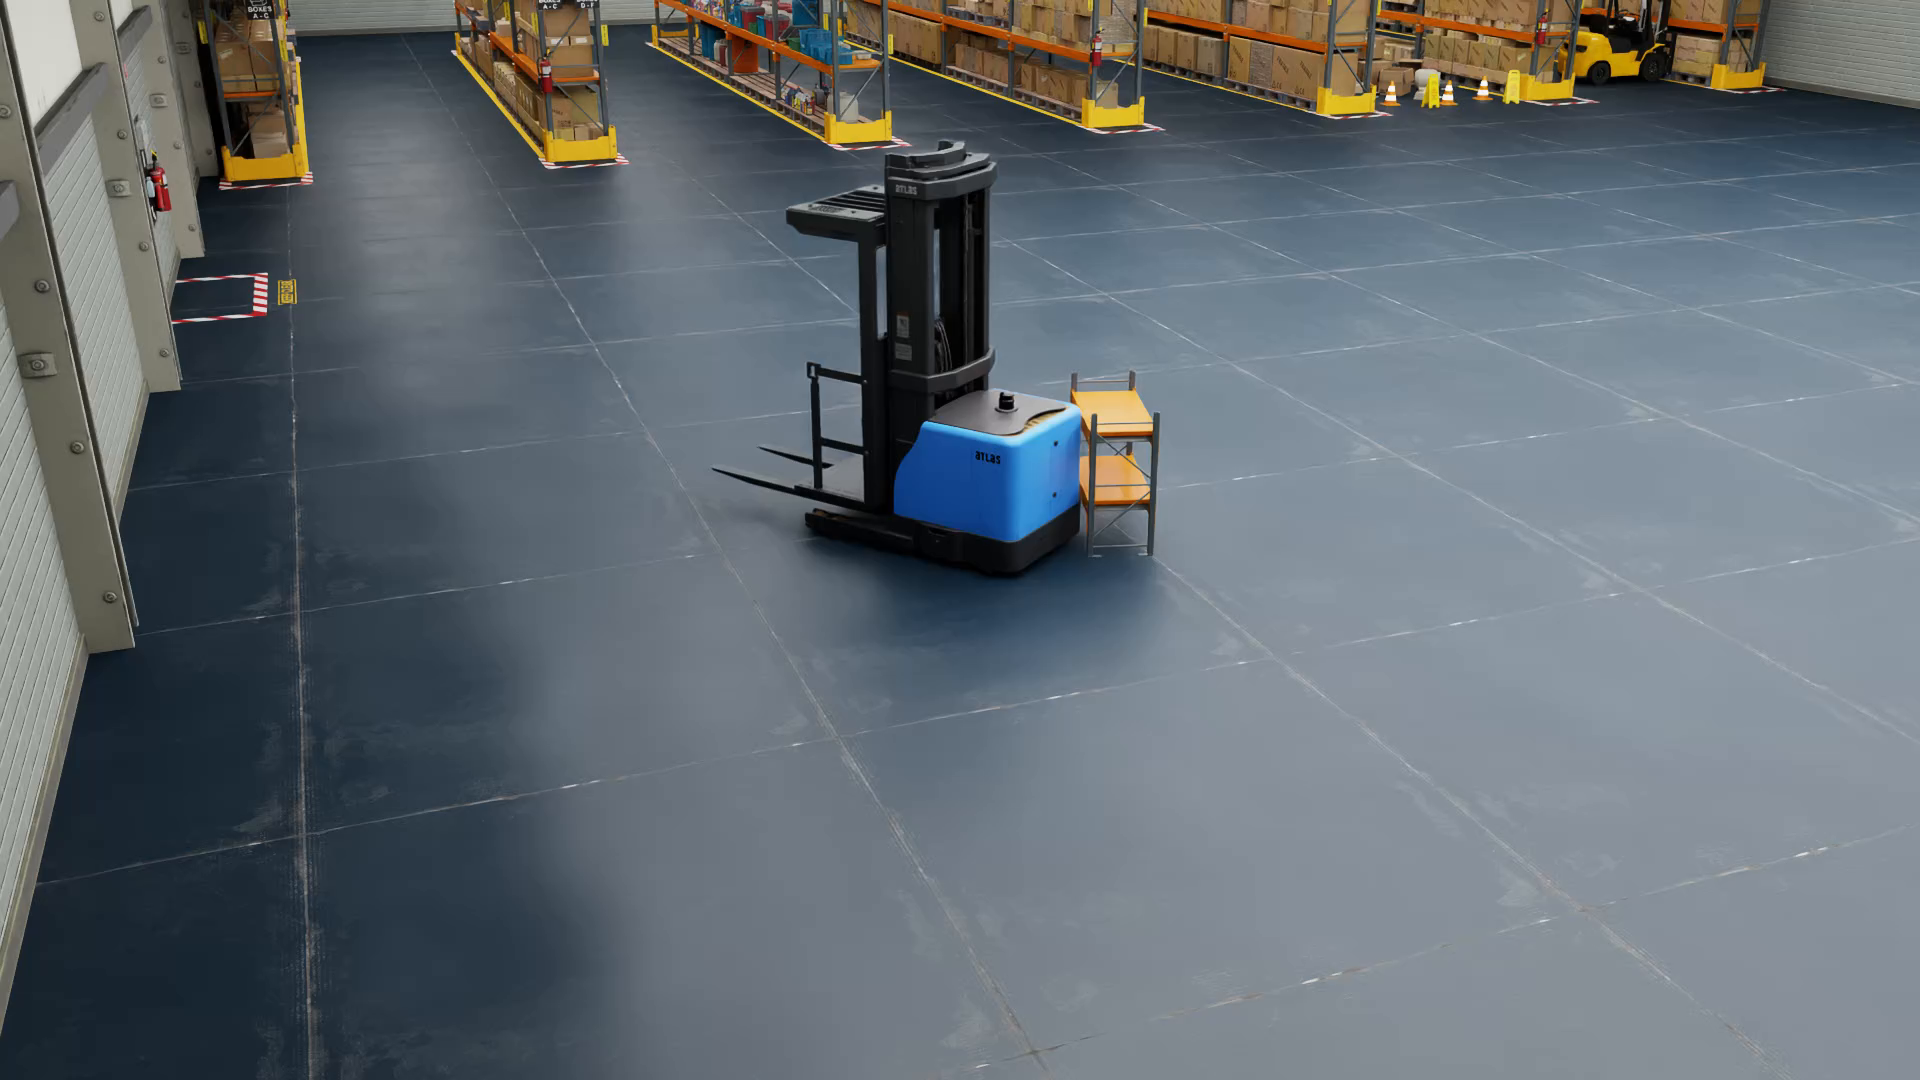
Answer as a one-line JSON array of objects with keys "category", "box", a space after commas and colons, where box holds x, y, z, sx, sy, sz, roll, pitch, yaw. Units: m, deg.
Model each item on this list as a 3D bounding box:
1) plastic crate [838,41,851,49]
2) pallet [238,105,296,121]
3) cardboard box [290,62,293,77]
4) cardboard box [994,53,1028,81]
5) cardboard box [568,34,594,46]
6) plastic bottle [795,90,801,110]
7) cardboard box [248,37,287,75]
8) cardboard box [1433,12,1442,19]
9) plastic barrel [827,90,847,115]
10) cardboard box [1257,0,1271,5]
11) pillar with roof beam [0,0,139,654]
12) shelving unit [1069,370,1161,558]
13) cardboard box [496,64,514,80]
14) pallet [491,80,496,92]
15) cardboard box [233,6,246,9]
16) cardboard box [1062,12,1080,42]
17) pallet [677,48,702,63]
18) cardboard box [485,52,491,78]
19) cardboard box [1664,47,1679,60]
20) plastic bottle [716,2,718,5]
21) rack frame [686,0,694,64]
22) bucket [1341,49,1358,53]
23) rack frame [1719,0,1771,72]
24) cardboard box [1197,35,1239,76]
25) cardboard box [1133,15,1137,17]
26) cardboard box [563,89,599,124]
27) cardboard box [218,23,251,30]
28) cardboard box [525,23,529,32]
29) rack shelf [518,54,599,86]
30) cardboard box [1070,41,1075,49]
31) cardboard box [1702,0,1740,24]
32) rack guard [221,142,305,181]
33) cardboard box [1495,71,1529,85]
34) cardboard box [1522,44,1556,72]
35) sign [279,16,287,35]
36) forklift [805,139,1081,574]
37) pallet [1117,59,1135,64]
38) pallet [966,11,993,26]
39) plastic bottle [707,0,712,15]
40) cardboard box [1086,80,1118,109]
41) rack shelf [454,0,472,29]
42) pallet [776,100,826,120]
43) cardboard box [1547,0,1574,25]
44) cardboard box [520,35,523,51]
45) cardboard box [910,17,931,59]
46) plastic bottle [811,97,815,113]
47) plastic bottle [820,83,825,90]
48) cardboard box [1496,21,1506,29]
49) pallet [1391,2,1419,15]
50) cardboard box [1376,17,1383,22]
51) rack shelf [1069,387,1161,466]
[{"category": "plastic crate", "box": [-2.342, -9.260, 31.197, 0.530, 0.136, 0.437, -8, 24, -19]}, {"category": "pallet", "box": [-13.132, -8.019, 31.504, 1.003, 0.211, 1.213, -8, 24, -19]}, {"category": "cardboard box", "box": [-14.579, -10.146, 35.188, 0.750, 0.750, 0.750, -8, 24, -17]}, {"category": "cardboard box", "box": [1.134, -10.069, 35.429, 0.700, 0.500, 0.500, -8, 24, -19]}, {"category": "cardboard box", "box": [-6.312, -8.322, 27.669, 0.380, 0.149, 0.250, -9, 24, -19]}, {"category": "plastic bottle", "box": [-3.039, -8.345, 31.532, 0.144, 0.351, 0.185, -9, 24, -19]}, {"category": "cardboard box", "box": [-10.895, -7.624, 26.179, 0.500, 0.500, 0.500, -8, 24, -19]}, {"category": "cardboard box", "box": [10.701, -11.617, 36.774, 0.380, 0.149, 0.250, -8, 24, -17]}, {"category": "plastic barrel", "box": [-2.220, -7.941, 30.391, 0.421, 0.512, 0.421, 0, 23, 0]}, {"category": "cardboard box", "box": [6.621, -11.289, 34.089, 0.875, 0.550, 0.550, -8, 24, -19]}, {"category": "pillar with roof beam", "box": [-1.678, -4.074, 10.831, 9.100, 9.000, 0.400, -8, 24, -19]}, {"category": "shelving unit", "box": [1.160, -0.597, 12.718, 0.538, 1.125, 1.048, -2, 23, -4]}, {"category": "cardboard box", "box": [-9.097, -9.476, 33.649, 0.500, 0.311, 0.500, -9, 24, -20]}, {"category": "pallet", "box": [-9.429, -9.703, 35.500, 1.003, 0.211, 1.213, -8, 24, -19]}, {"category": "cardboard box", "box": [-13.435, -9.911, 31.707, 0.700, 0.500, 0.500, -11, 25, -24]}, {"category": "cardboard box", "box": [2.437, -9.715, 31.425, 0.875, 0.500, 0.500, -8, 24, -19]}, {"category": "pallet", "box": [-6.274, -11.820, 40.523, 1.003, 0.211, 1.213, -8, 24, -19]}, {"category": "cardboard box", "box": [-9.933, -10.258, 35.879, 0.500, 0.500, 0.500, -9, 25, -21]}, {"category": "cardboard box", "box": [15.974, -10.864, 37.020, 0.500, 0.250, 0.500, -9, 24, -20]}, {"category": "plastic bottle", "box": [-5.442, -11.927, 37.336, 0.061, 0.283, 0.133, -8, 24, -19]}, {"category": "rack frame", "box": [-5.978, -12.843, 39.360, 1.000, 3.000, 0.127, -8, 24, -19]}, {"category": "bucket", "box": [8.362, -10.719, 36.577, 0.726, 0.611, 0.620, 0, 13, -1]}, {"category": "rack frame", "box": [16.808, -11.205, 35.473, 1.000, 3.000, 0.127, -8, 24, -19]}, {"category": "cardboard box", "box": [5.854, -10.630, 36.465, 1.050, 0.750, 0.750, -8, 24, -19]}, {"category": "cardboard box", "box": [4.385, -12.750, 40.851, 0.500, 0.250, 0.500, -8, 24, -19]}, {"category": "cardboard box", "box": [-6.534, -7.484, 28.678, 0.500, 0.500, 0.500, -8, 24, -19]}, {"category": "cardboard box", "box": [-12.271, -8.475, 28.198, 0.500, 0.500, 0.500, -8, 24, -19]}, {"category": "cardboard box", "box": [-7.512, -9.108, 29.534, 0.380, 0.149, 0.250, -9, 25, -21]}, {"category": "rack shelf", "box": [-7.081, -8.290, 29.232, 0.919, 0.124, 3.809, -8, 24, -19]}, {"category": "cardboard box", "box": [2.302, -9.390, 31.490, 0.380, 0.149, 0.250, -8, 24, -19]}, {"category": "cardboard box", "box": [16.388, -11.394, 35.792, 0.500, 0.500, 0.500, -9, 24, -20]}, {"category": "rack guard", "box": [-11.034, -6.000, 26.341, 1.175, 0.500, 0.348, -8, 24, -19]}, {"category": "cardboard box", "box": [11.620, -9.714, 34.936, 0.500, 0.250, 0.500, -8, 24, -19]}, {"category": "cardboard box", "box": [12.130, -10.134, 34.966, 0.500, 0.500, 0.500, -9, 25, -21]}, {"category": "sign", "box": [-11.916, -9.053, 29.254, 0.100, 0.325, 0.005, -8, 24, -19]}, {"category": "forklift", "box": [-0.594, -1.525, 12.594, 3.031, 2.935, 1.130, 14, 27, 30]}, {"category": "pallet", "box": [4.469, -11.713, 40.267, 1.003, 0.211, 1.213, -8, 24, -19]}, {"category": "pallet", "box": [0.806, -11.268, 35.868, 1.003, 0.211, 1.213, -8, 24, -19]}, {"category": "plastic bottle", "box": [-5.641, -12.050, 37.542, 0.144, 0.351, 0.185, -8, 24, -19]}, {"category": "cardboard box", "box": [2.689, -8.434, 31.575, 0.500, 0.500, 0.500, -4, 23, -9]}, {"category": "rack shelf", "box": [-11.320, -12.560, 39.615, 1.077, 0.370, 4.000, -8, 24, -19]}, {"category": "pallet", "box": [-2.954, -8.402, 32.413, 1.003, 0.211, 1.213, -8, 24, -19]}, {"category": "cardboard box", "box": [12.258, -10.916, 34.275, 0.500, 0.500, 0.500, -9, 24, -20]}, {"category": "cardboard box", "box": [-8.002, -9.362, 31.294, 0.500, 0.250, 0.500, -7, 24, -16]}, {"category": "cardboard box", "box": [-0.464, -11.863, 39.228, 1.225, 0.875, 0.875, -8, 24, -19]}, {"category": "plastic bottle", "box": [-2.762, -8.152, 31.159, 0.061, 0.283, 0.133, -8, 24, -19]}, {"category": "plastic bottle", "box": [-2.655, -8.724, 32.431, 0.144, 0.351, 0.185, -9, 24, -20]}, {"category": "cardboard box", "box": [11.450, -10.776, 34.777, 0.380, 0.149, 0.250, -8, 24, -18]}, {"category": "pallet", "box": [12.518, -13.660, 39.611, 5.918, 1.713, 3.919, -7, 24, -17]}, {"category": "cardboard box", "box": [11.971, -14.791, 46.959, 0.396, 0.266, 0.258, -7, 24, -17]}, {"category": "rack shelf", "box": [1.160, -0.867, 12.604, 0.538, 0.278, 1.000, -2, 23, -4]}]
